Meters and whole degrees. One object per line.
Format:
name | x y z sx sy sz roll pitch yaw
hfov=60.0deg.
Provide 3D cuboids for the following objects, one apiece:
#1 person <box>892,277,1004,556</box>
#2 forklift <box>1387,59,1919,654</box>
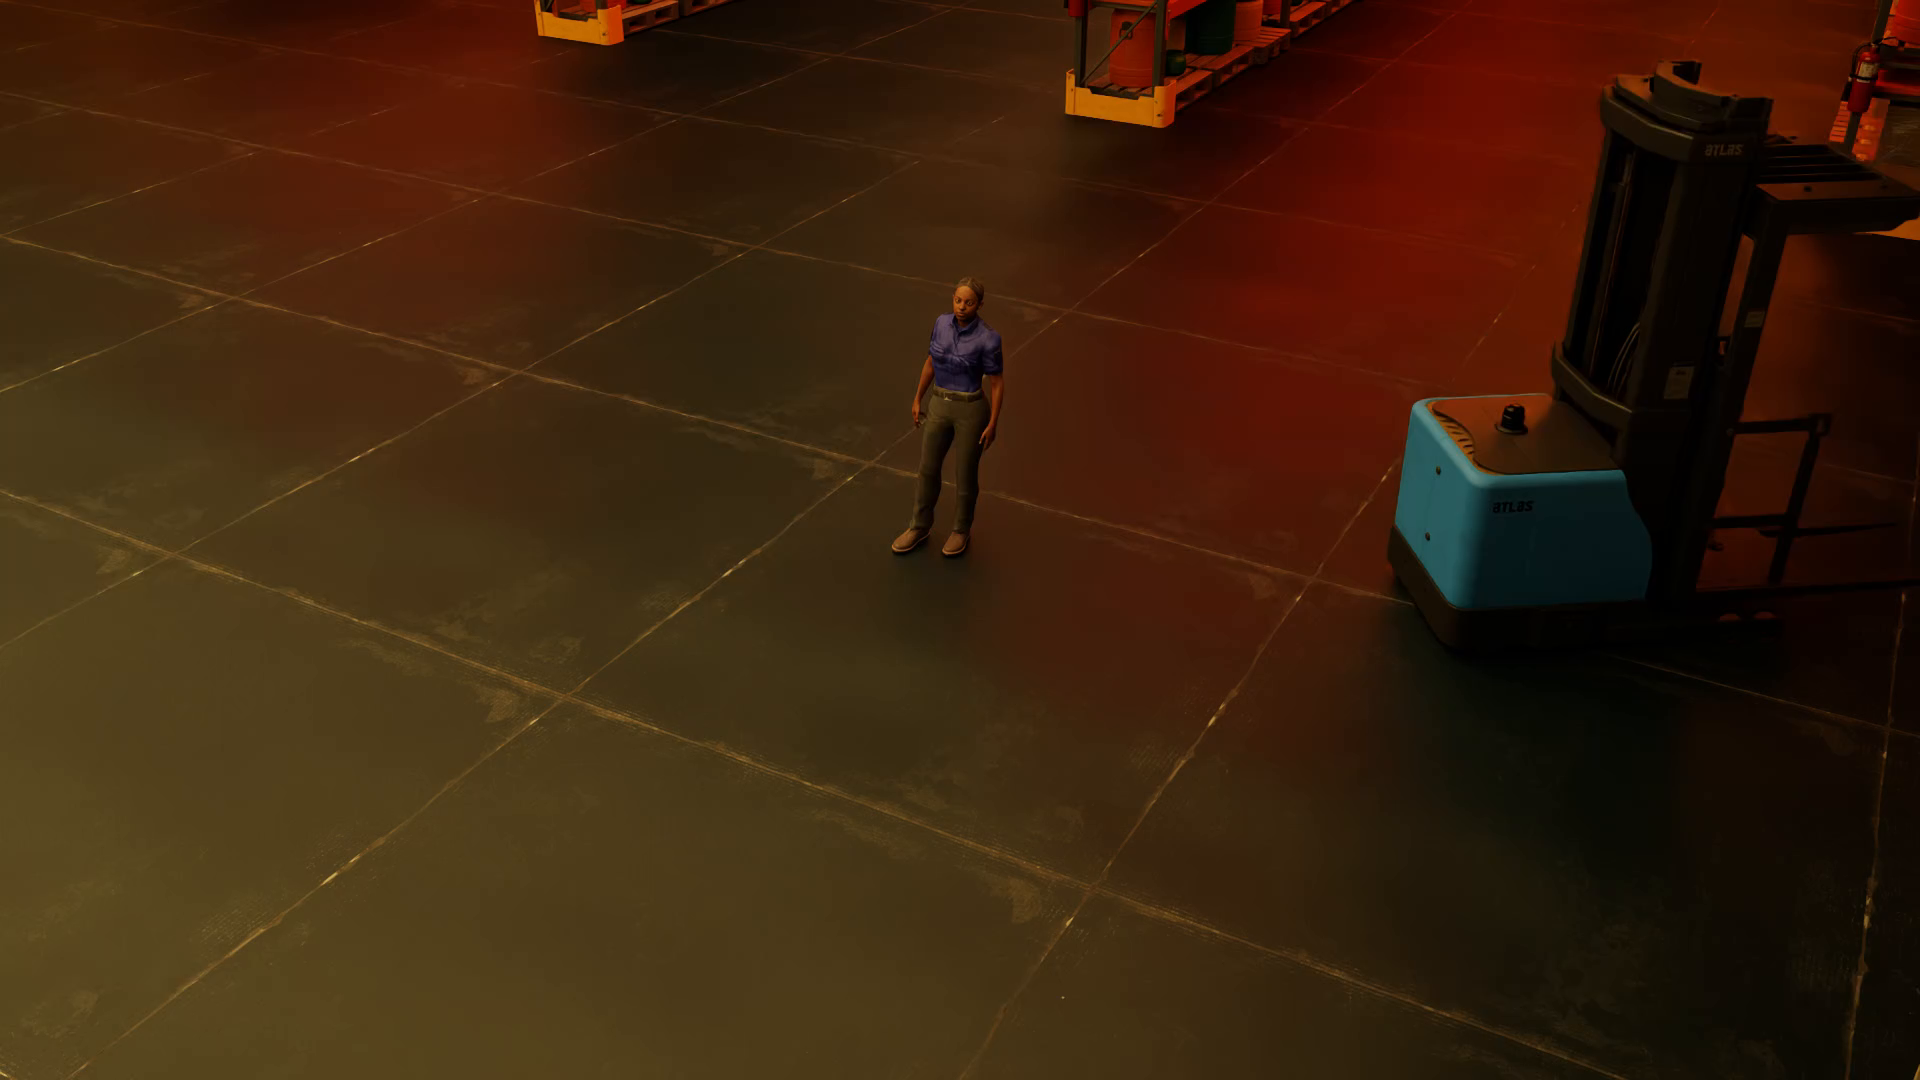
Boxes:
person | -0.060 -0.689 9.528 0.569 1.654 0.504 15 33 25
forklift | 4.036 -0.964 8.741 3.031 2.935 1.130 -3 30 -5
